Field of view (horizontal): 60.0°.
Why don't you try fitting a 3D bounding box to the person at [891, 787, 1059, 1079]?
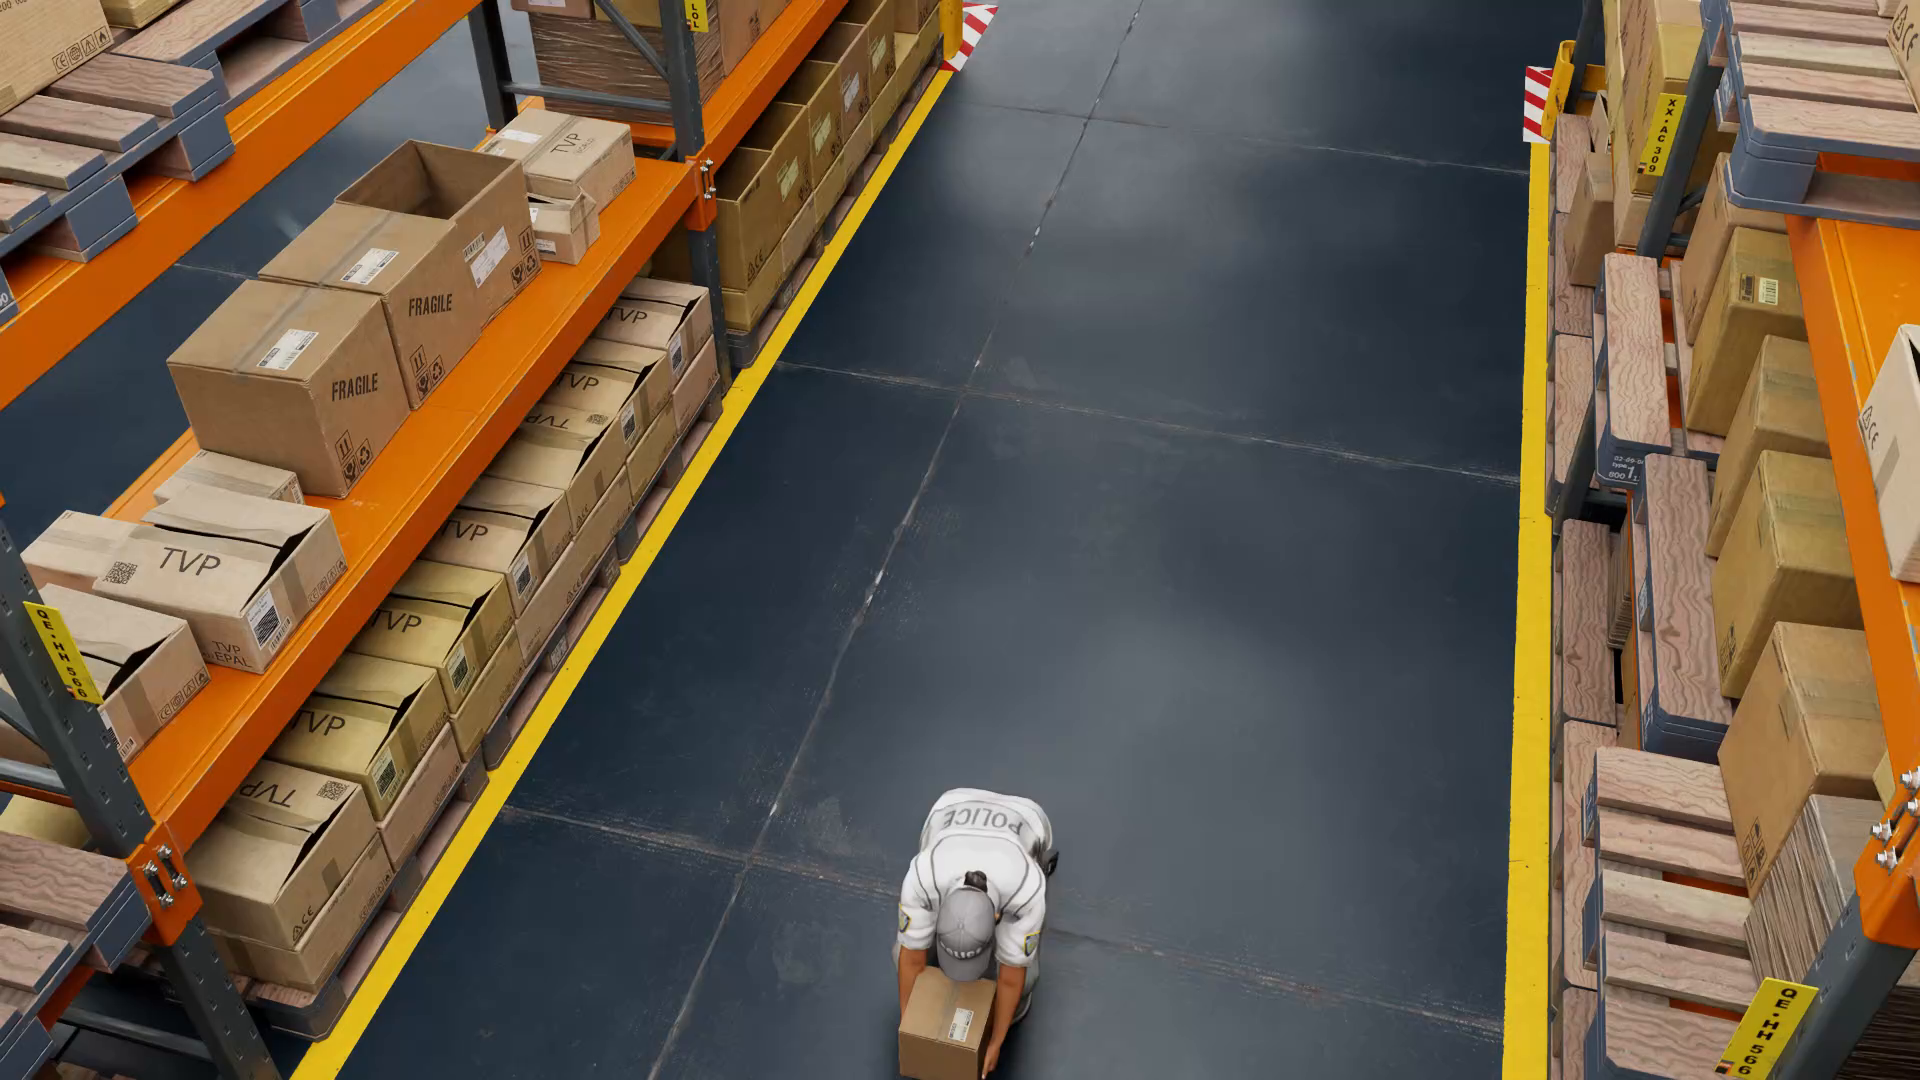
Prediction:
[{"bbox_3d":[0.042,1.197,5.341,0.497,0.955,0.861,9,42,10],"label":"person"}]
